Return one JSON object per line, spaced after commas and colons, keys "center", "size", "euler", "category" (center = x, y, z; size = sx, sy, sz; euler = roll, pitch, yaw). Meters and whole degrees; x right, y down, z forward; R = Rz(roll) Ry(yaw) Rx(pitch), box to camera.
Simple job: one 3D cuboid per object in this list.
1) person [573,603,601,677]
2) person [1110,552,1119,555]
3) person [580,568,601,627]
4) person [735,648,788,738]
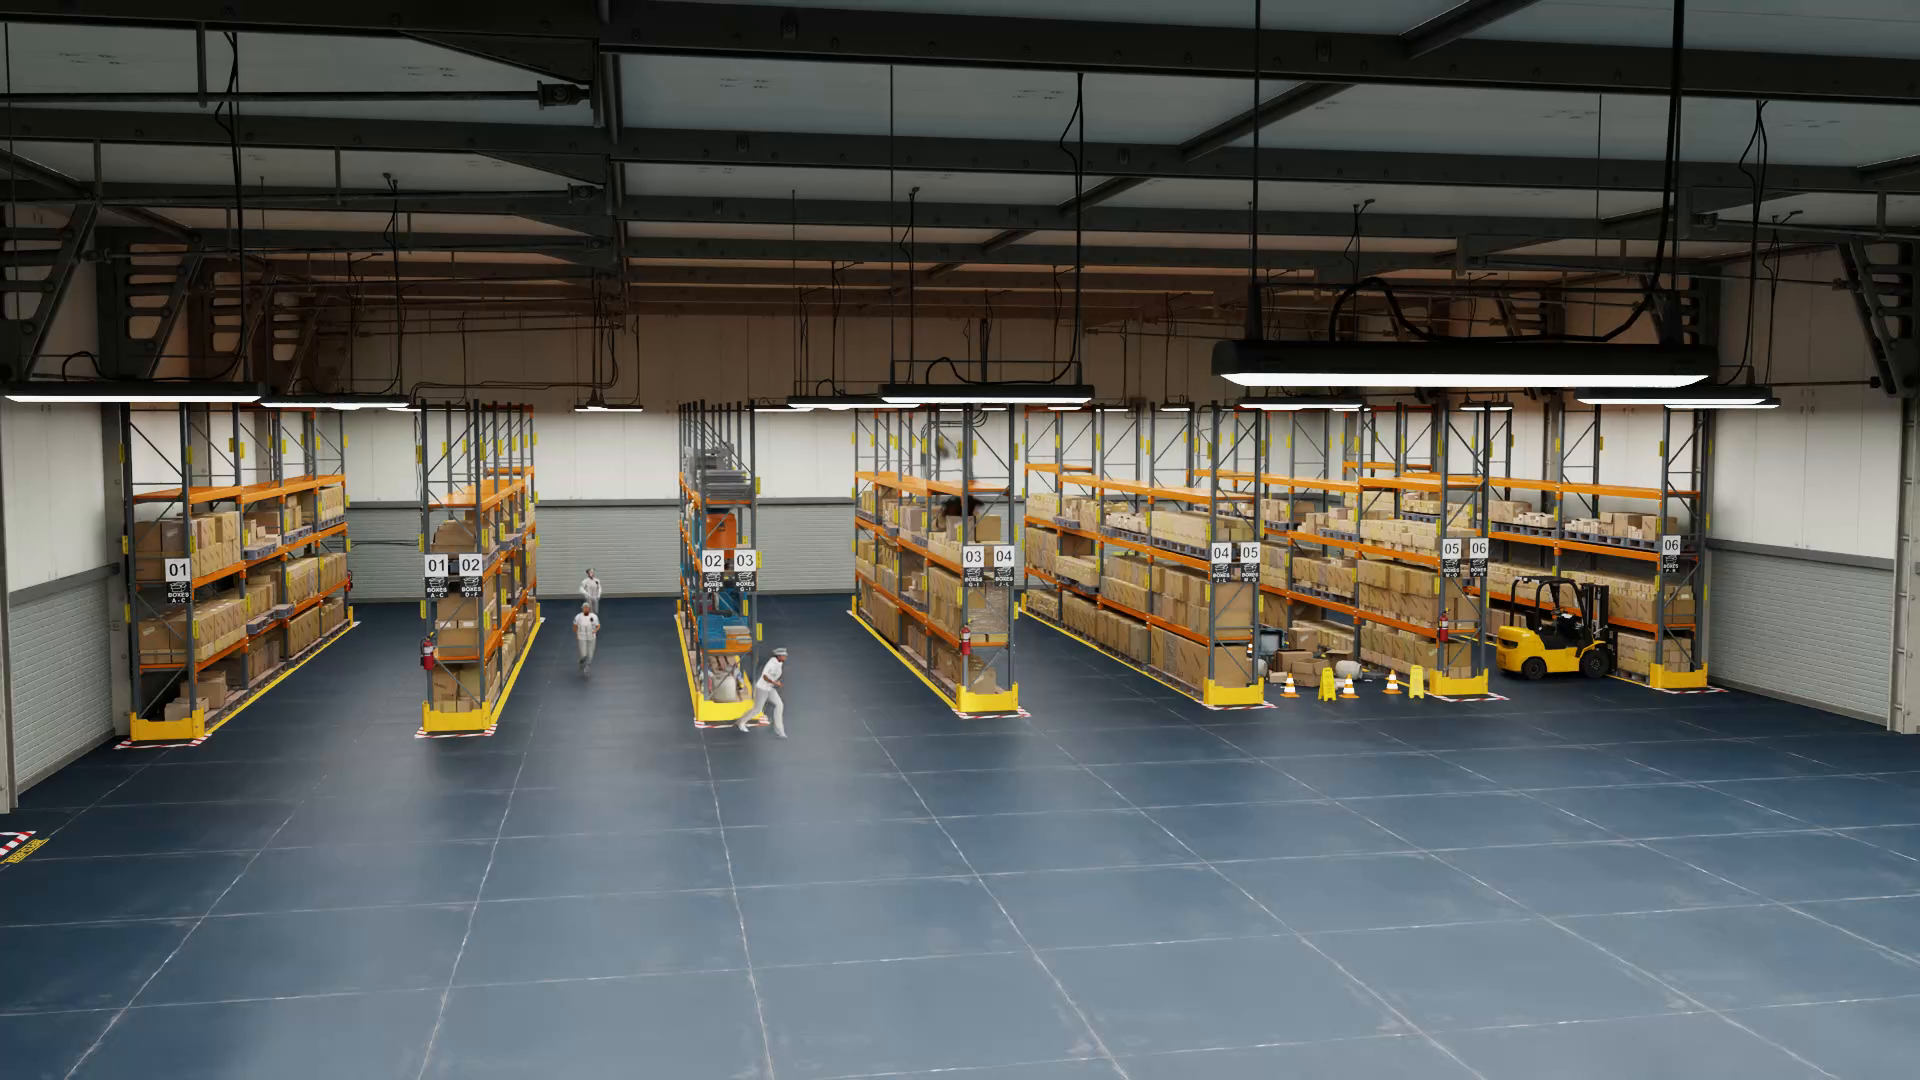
{"center": [-8.114, 2.175, 36.166], "size": [0.575, 1.633, 0.583], "euler": [-1, 4, -16], "category": "person"}
{"center": [4.509, 1.208, 48.426], "size": [0.575, 1.731, 0.703], "euler": [4, 6, 41], "category": "person"}
{"center": [-9.783, 1.569, 44.150], "size": [0.601, 1.668, 0.567], "euler": [-2, 5, -25], "category": "person"}
{"center": [-3.530, 2.722, 29.627], "size": [0.981, 1.647, 0.615], "euler": [1, 4, 10], "category": "person"}
